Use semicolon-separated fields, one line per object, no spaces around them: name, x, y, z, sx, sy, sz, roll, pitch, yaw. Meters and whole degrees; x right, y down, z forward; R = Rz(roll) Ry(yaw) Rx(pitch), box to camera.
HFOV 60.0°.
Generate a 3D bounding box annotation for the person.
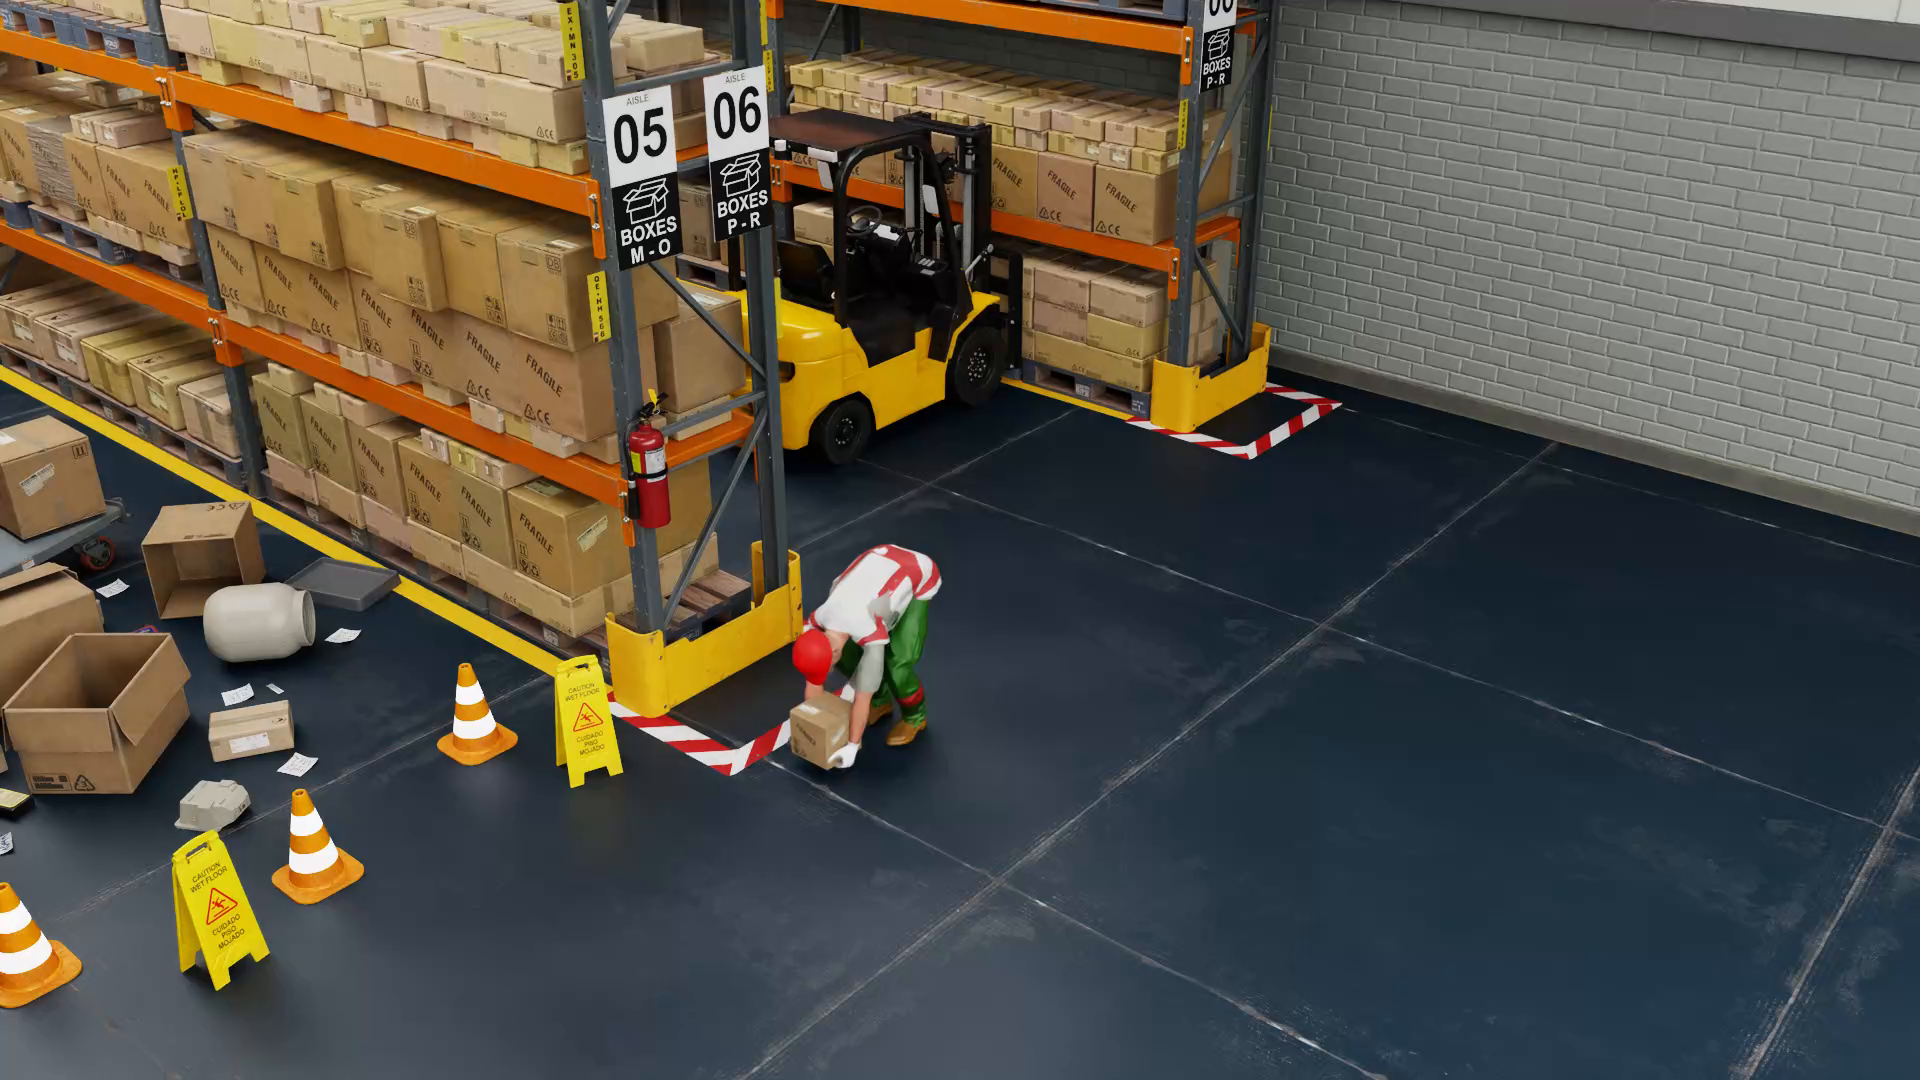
person;-0.479;0.588;8.306;0.528;0.997;0.950;19;33;32
